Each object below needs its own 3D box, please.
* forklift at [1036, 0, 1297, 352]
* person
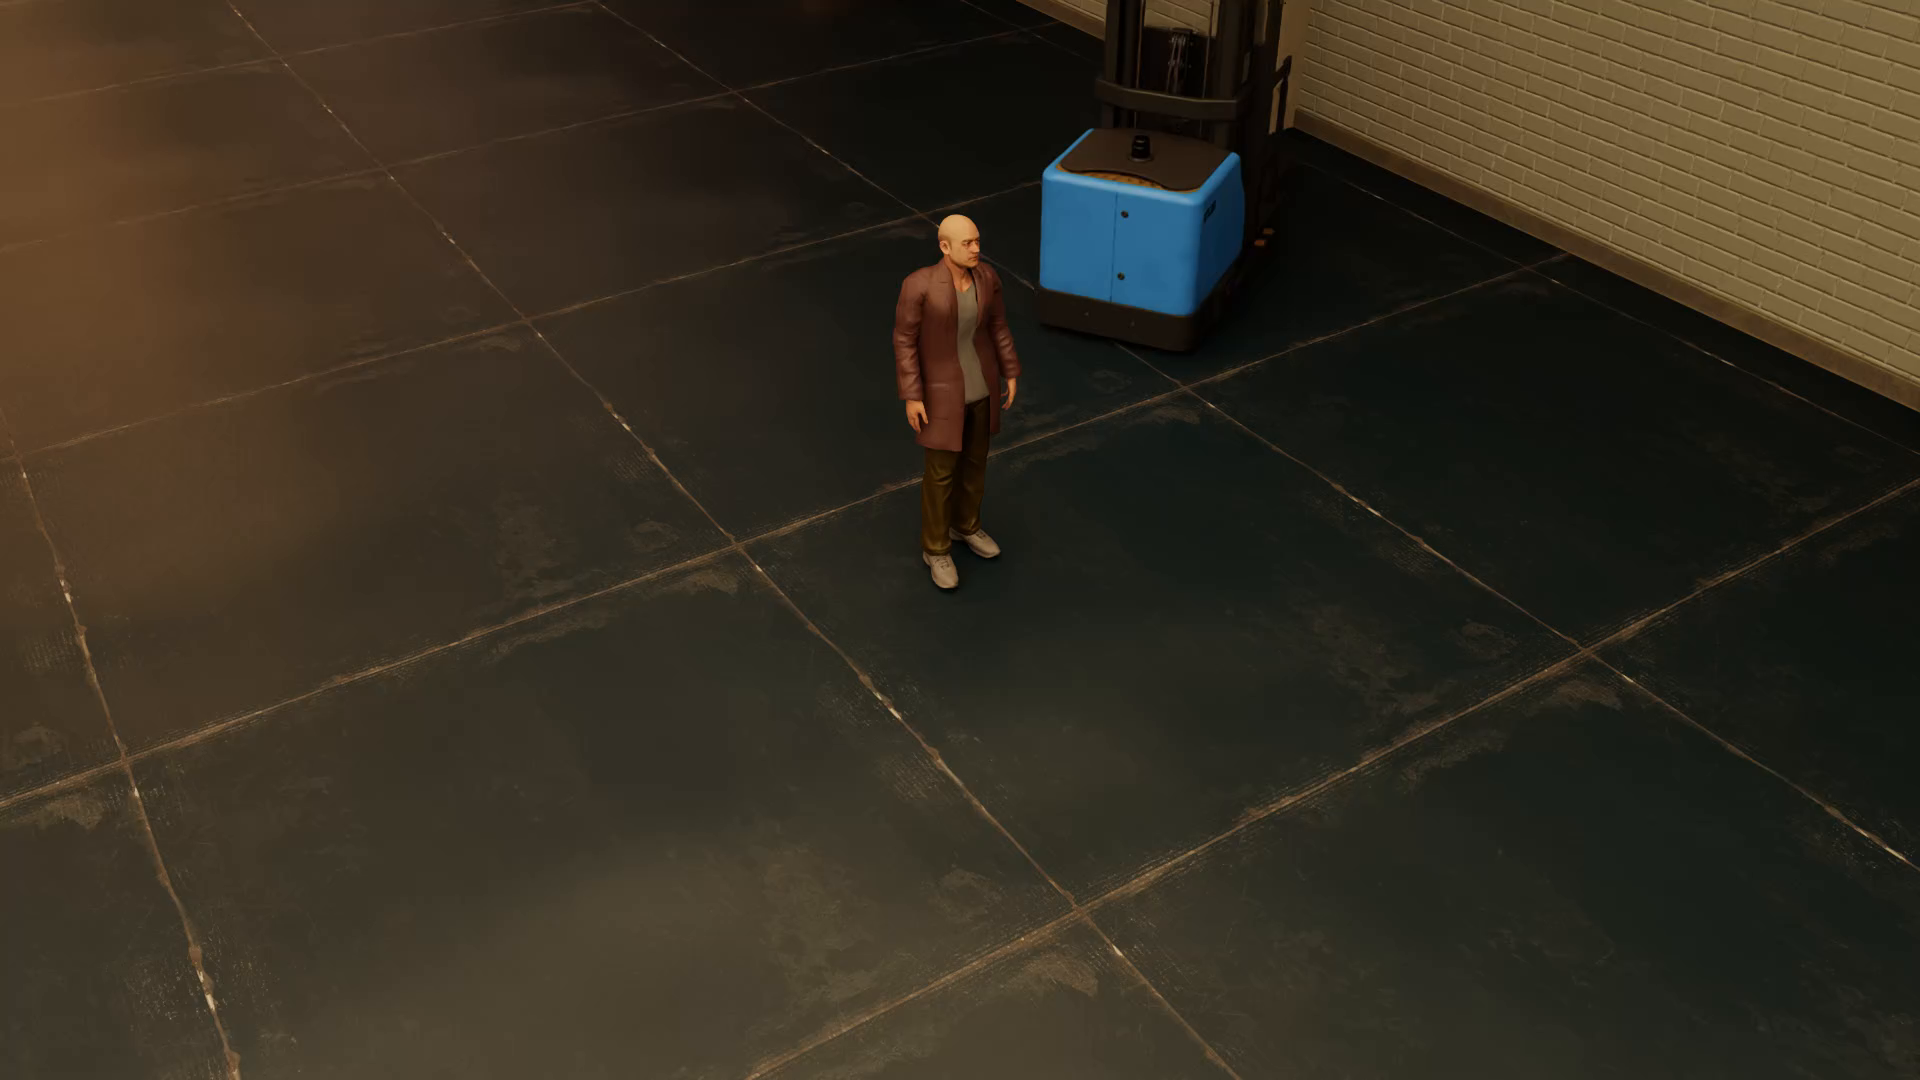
[{"bbox_3d":[1.565,-3.192,10.691,1.130,2.935,3.031,15,38,20],"label":"forklift"},{"bbox_3d":[0.047,-0.687,8.117,0.696,1.777,0.579,-21,40,-27],"label":"person"}]
